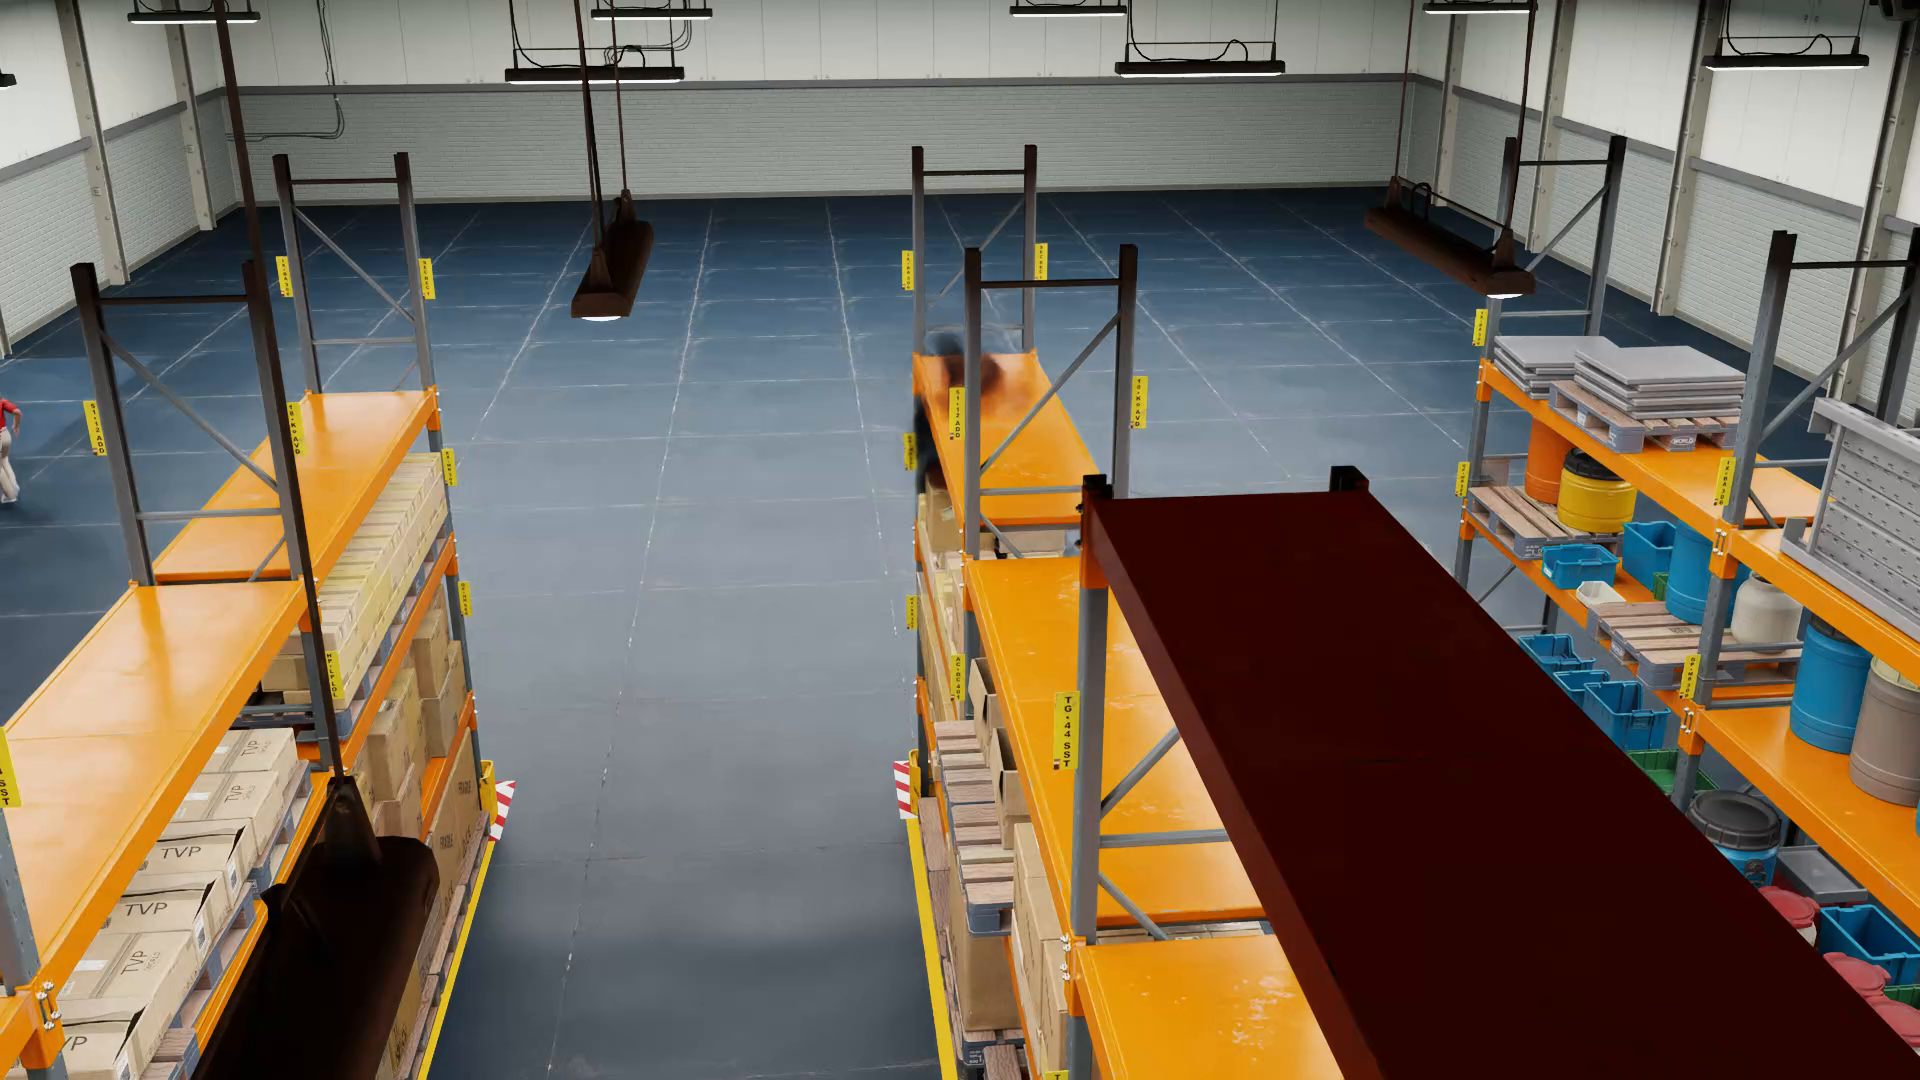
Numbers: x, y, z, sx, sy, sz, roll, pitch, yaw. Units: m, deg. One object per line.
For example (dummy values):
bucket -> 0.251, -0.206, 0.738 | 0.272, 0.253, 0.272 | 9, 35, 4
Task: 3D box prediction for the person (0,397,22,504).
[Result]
person -> -13.177, -1.322, 22.690 | 0.722, 1.774, 0.633 | 14, 26, 32
